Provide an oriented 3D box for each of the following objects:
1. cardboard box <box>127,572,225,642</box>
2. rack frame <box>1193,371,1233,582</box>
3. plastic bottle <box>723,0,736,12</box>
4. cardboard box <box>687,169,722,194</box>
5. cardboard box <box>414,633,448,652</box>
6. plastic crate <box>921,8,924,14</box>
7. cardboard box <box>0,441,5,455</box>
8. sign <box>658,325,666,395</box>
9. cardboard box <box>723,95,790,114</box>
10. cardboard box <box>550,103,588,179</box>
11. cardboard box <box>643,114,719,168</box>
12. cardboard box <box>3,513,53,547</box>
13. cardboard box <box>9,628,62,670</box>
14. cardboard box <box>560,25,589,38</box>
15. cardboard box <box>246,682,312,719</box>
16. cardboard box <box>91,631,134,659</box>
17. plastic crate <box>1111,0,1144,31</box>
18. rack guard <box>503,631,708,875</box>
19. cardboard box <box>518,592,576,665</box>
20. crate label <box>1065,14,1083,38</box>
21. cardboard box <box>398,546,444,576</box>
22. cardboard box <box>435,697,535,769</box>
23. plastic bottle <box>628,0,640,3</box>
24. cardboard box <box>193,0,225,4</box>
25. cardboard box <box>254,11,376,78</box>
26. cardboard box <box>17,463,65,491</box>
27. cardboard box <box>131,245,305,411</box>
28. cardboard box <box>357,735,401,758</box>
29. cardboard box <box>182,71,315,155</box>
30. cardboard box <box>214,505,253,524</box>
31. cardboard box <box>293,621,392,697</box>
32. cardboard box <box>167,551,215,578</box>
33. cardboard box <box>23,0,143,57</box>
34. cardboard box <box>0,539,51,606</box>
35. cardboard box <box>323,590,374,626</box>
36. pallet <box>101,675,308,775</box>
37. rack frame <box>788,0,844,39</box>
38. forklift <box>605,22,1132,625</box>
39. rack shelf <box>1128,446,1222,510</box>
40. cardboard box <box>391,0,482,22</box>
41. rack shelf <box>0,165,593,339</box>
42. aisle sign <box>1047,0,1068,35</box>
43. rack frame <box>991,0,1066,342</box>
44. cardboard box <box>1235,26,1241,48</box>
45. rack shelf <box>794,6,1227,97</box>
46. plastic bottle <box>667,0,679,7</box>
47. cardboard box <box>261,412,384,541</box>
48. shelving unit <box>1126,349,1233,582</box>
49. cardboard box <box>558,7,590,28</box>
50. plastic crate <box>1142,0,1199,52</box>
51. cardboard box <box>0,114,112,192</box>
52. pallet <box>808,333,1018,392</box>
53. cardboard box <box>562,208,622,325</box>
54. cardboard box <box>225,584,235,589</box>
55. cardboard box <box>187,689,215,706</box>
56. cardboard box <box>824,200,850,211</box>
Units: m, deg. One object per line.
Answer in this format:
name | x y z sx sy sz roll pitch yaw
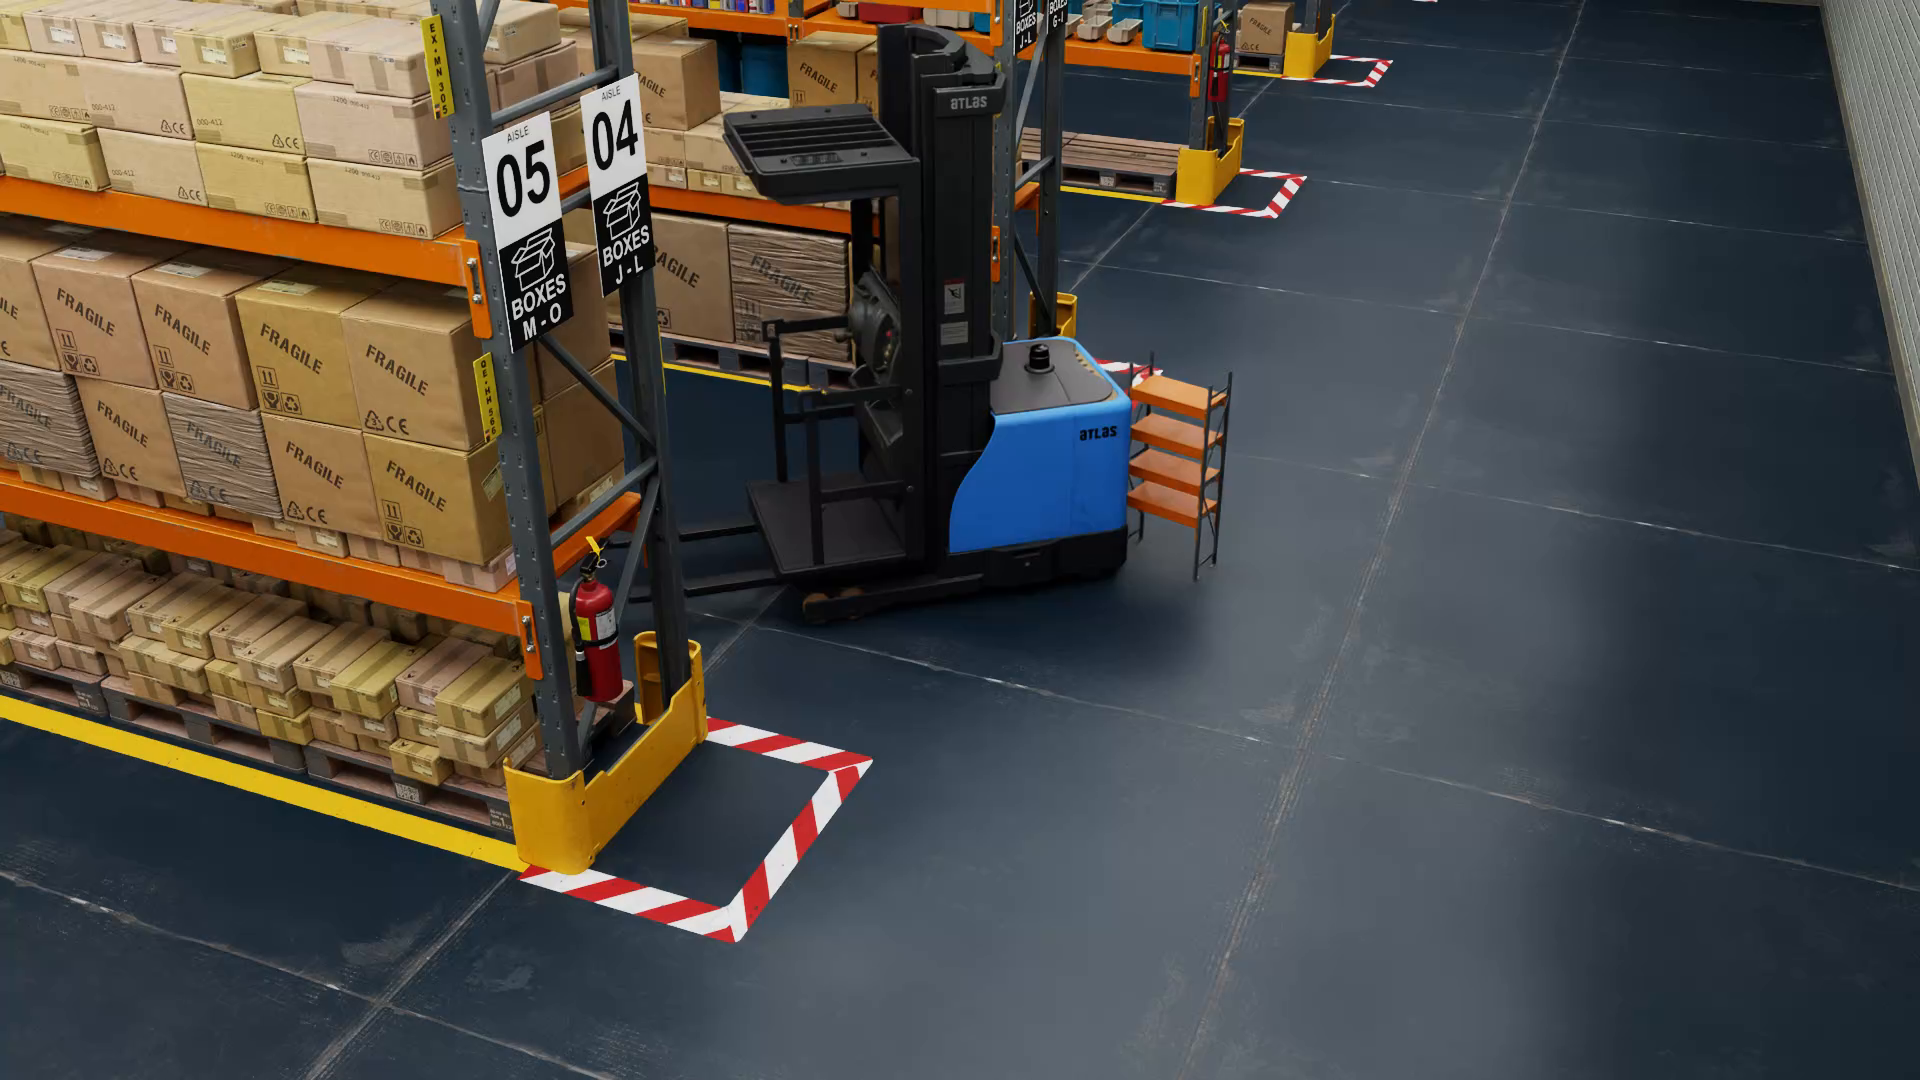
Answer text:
cardboard box | -3.752 0.323 7.995 0.250 0.149 0.380 10 31 17
rack frame | 1.386 -0.337 9.127 0.015 1.200 0.240 20 35 32
plastic bottle | -2.223 -5.312 16.225 0.135 0.276 0.152 11 31 19
cardboard box | -1.666 -2.511 11.399 0.250 0.149 0.380 10 31 18
cardboard box | -2.393 0.502 7.981 0.250 0.149 0.380 12 32 20
plastic crate | -0.260 -5.194 16.110 0.590 0.125 0.437 11 31 19
cardboard box | -4.393 -0.749 7.624 0.500 0.500 0.500 11 31 19
sign | -1.308 -0.756 7.159 0.005 0.325 0.100 11 31 19
cardboard box | -1.331 -2.932 11.739 0.500 0.250 0.500 11 31 18
cardboard box | -1.832 -1.571 6.586 0.500 0.250 0.500 12 32 21
cardboard box | -1.982 -2.784 11.478 0.500 0.250 0.500 12 32 20
cardboard box | -4.791 -0.125 8.788 0.250 0.149 0.380 12 32 21
cardboard box | -4.505 0.472 8.336 0.250 0.149 0.380 11 31 19
cardboard box | -2.912 -3.300 11.627 0.500 0.500 0.500 11 31 19
cardboard box | -3.075 0.645 7.729 0.250 0.149 0.380 12 32 20
cardboard box | -4.000 0.418 8.130 0.250 0.149 0.380 13 32 21
plastic crate | 1.594 -4.903 15.486 0.300 0.233 0.416 11 31 19
rack guard | -1.582 0.943 7.574 0.348 0.500 1.175 11 31 19
cardboard box | -1.870 0.416 7.831 0.250 0.149 0.380 10 31 17
crate label | 0.955 -4.713 15.246 0.243 0.136 0.396 11 31 19
cardboard box | -2.137 -0.016 6.986 0.250 0.149 0.380 11 31 19
cardboard box | -2.108 0.830 7.401 0.250 0.149 0.380 10 31 18
plastic bottle | -3.261 -5.498 16.547 0.133 0.283 0.061 11 31 19
cardboard box | -2.892 -2.203 6.789 0.250 0.149 0.380 12 32 21
cardboard box | -2.360 -1.828 6.126 0.250 0.149 0.380 10 31 18
cardboard box | -4.086 -0.392 7.650 0.250 0.149 0.380 12 32 20
cardboard box | -2.984 -0.897 6.868 0.500 0.500 0.500 13 32 22
cardboard box | -2.567 0.835 7.694 0.250 0.149 0.380 11 31 19
cardboard box | -2.509 -1.653 6.221 0.500 0.250 0.500 10 31 18
cardboard box | -3.081 -0.232 7.367 0.250 0.149 0.380 10 31 17
cardboard box | -2.813 0.546 7.601 0.250 0.149 0.380 10 31 17
cardboard box | -3.809 0.039 8.499 0.250 0.149 0.380 10 31 17
cardboard box | -3.348 -1.985 6.405 0.250 0.149 0.380 10 31 18
cardboard box | -4.744 0.164 8.277 0.250 0.149 0.380 13 32 22
cardboard box | -2.870 0.251 8.123 0.250 0.149 0.380 13 32 21
pallet | -3.448 0.676 8.340 1.213 0.211 1.003 11 31 19
rack frame | -1.398 -5.372 16.207 0.127 3.000 1.000 11 31 19
forklift | -0.635 -1.111 8.736 3.031 2.935 1.130 -8 31 -14
rack shelf | 1.191 -0.350 9.287 0.480 0.148 0.258 20 35 32
cardboard box | -1.956 -1.982 6.399 0.250 0.149 0.380 13 32 21
rack shelf | -3.365 -1.494 7.027 4.000 0.370 1.077 11 31 19
aisle sign | 0.626 -3.629 10.481 0.004 0.787 0.394 11 31 19
rack frame | 0.447 -2.374 10.902 0.127 3.000 1.000 11 31 19
cardboard box | 3.237 -5.953 19.665 0.250 0.166 0.380 11 31 19
rack shelf | 0.455 -4.689 15.729 4.000 0.370 1.077 11 31 19
plastic bottle | -2.815 -5.430 16.434 0.135 0.276 0.152 11 31 19
cardboard box | -2.500 -0.368 6.948 0.500 0.500 0.500 11 31 18
shelving unit | 1.191 -0.409 9.254 0.503 1.200 0.258 20 35 32
cardboard box | -2.733 -3.542 12.056 0.500 0.500 0.500 12 32 21
plastic crate | 1.928 -4.651 14.833 0.499 0.435 0.616 11 31 19
cardboard box | -3.463 -1.614 6.660 0.500 0.250 0.500 13 32 21
pallet | -0.324 -1.272 11.787 1.213 0.211 1.003 11 31 19
cardboard box | -2.678 -2.213 12.350 0.875 0.875 0.875 11 31 19
cardboard box | -3.617 0.245 8.436 0.250 0.149 0.380 10 31 17
cardboard box | -3.512 0.636 8.047 0.250 0.149 0.380 12 32 21
cardboard box | -0.713 -2.322 11.064 0.250 0.149 0.380 12 32 20
